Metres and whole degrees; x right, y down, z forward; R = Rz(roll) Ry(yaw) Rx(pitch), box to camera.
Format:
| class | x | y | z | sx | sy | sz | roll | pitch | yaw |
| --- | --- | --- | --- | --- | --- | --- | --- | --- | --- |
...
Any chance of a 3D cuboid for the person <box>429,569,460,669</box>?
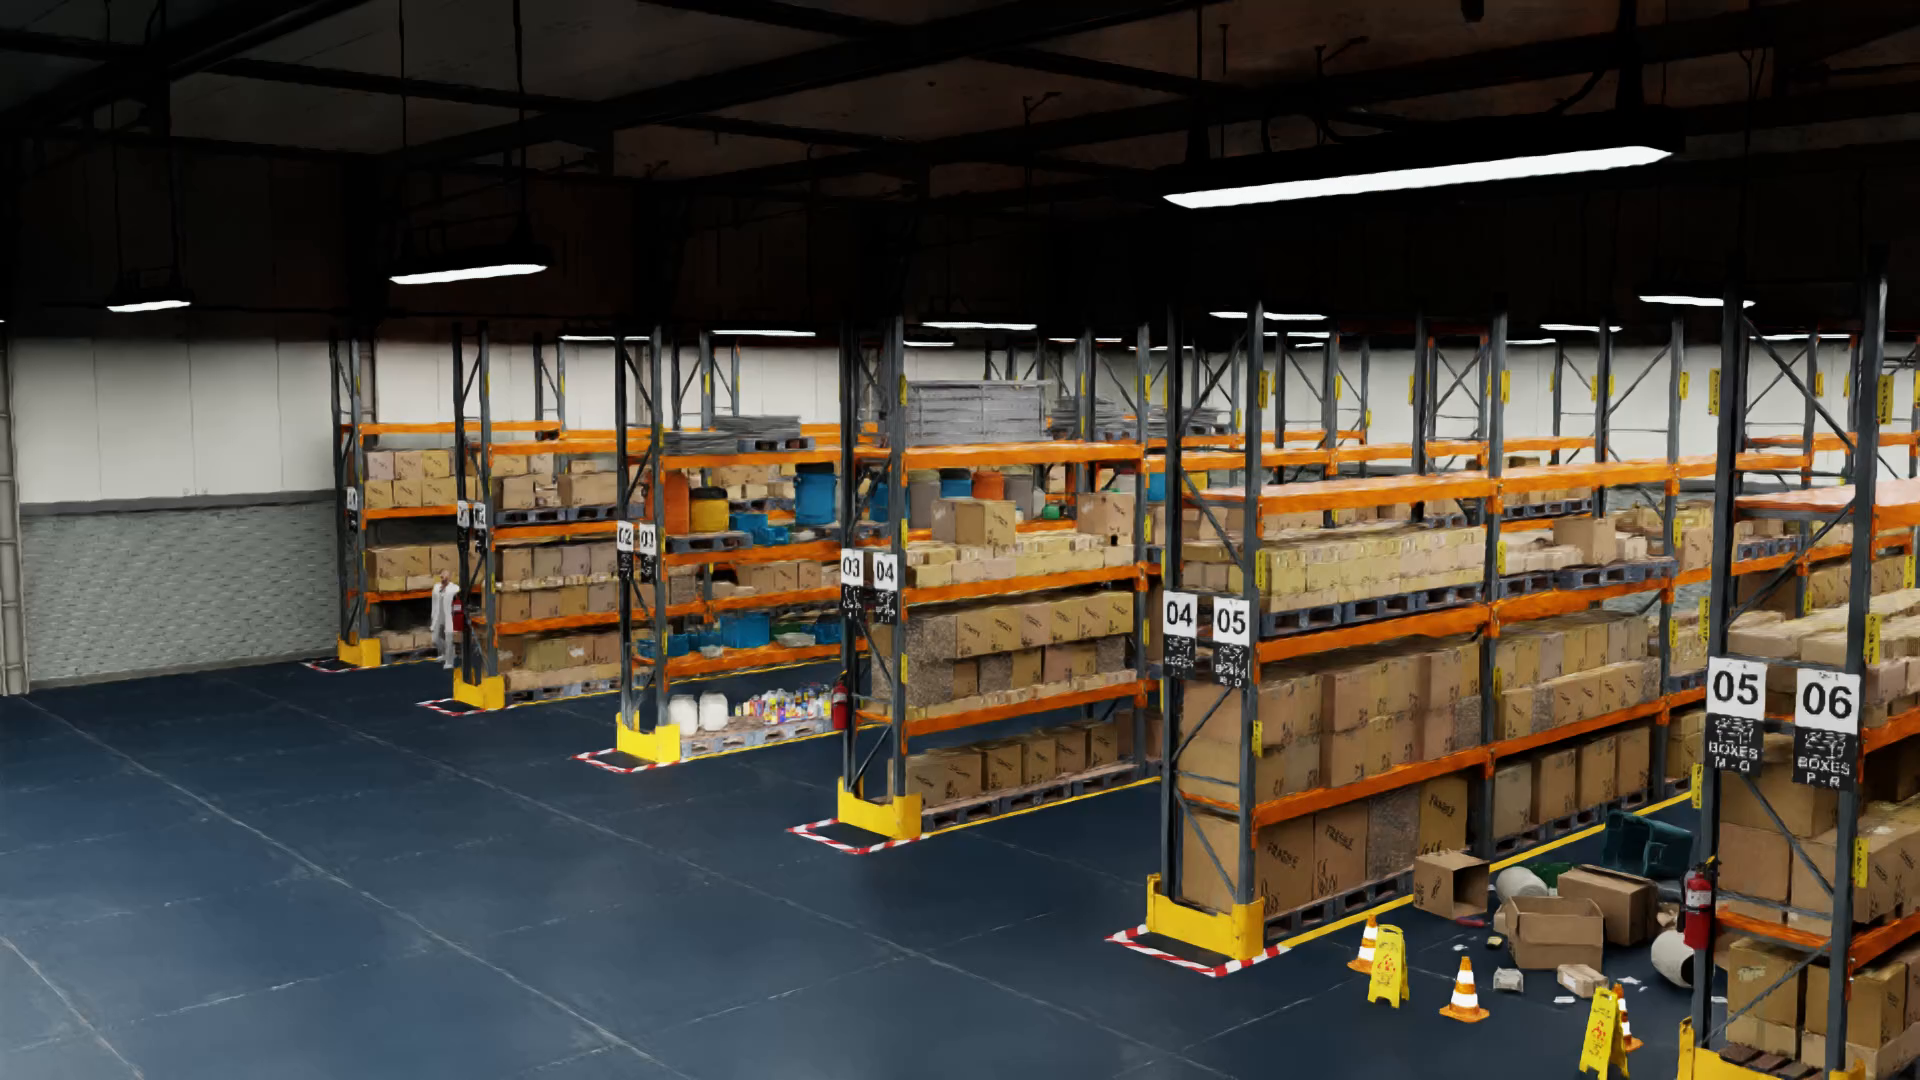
| class | x | y | z | sx | sy | sz | roll | pitch | yaw |
| --- | --- | --- | --- | --- | --- | --- | --- | --- | --- |
| person | -9.052 | 1.382 | 29.409 | 0.618 | 1.771 | 0.590 | 1 | 6 | 12 |
